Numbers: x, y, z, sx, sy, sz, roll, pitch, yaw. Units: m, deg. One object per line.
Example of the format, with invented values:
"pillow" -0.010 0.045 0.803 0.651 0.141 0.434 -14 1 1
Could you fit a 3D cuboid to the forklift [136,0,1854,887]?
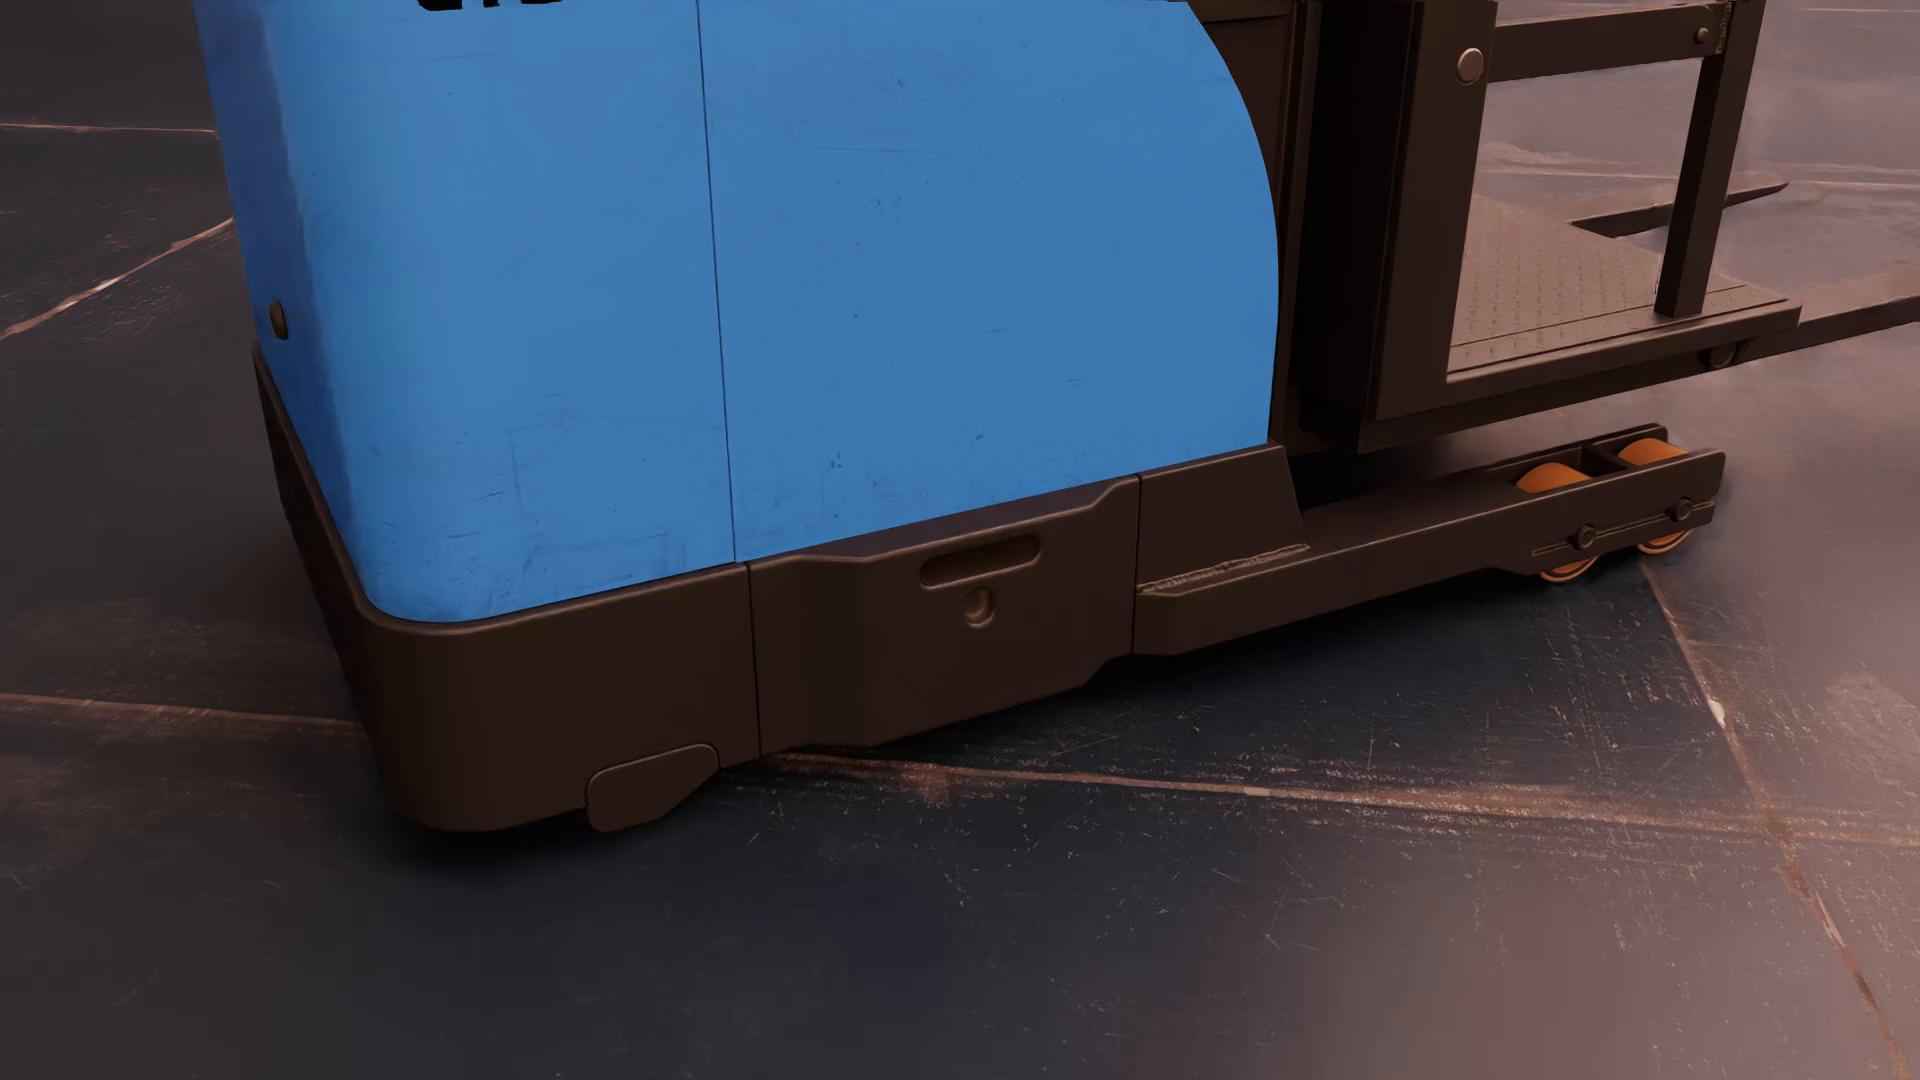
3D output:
"forklift" 0.465 -1.497 2.218 3.031 2.935 1.130 -21 33 -35
